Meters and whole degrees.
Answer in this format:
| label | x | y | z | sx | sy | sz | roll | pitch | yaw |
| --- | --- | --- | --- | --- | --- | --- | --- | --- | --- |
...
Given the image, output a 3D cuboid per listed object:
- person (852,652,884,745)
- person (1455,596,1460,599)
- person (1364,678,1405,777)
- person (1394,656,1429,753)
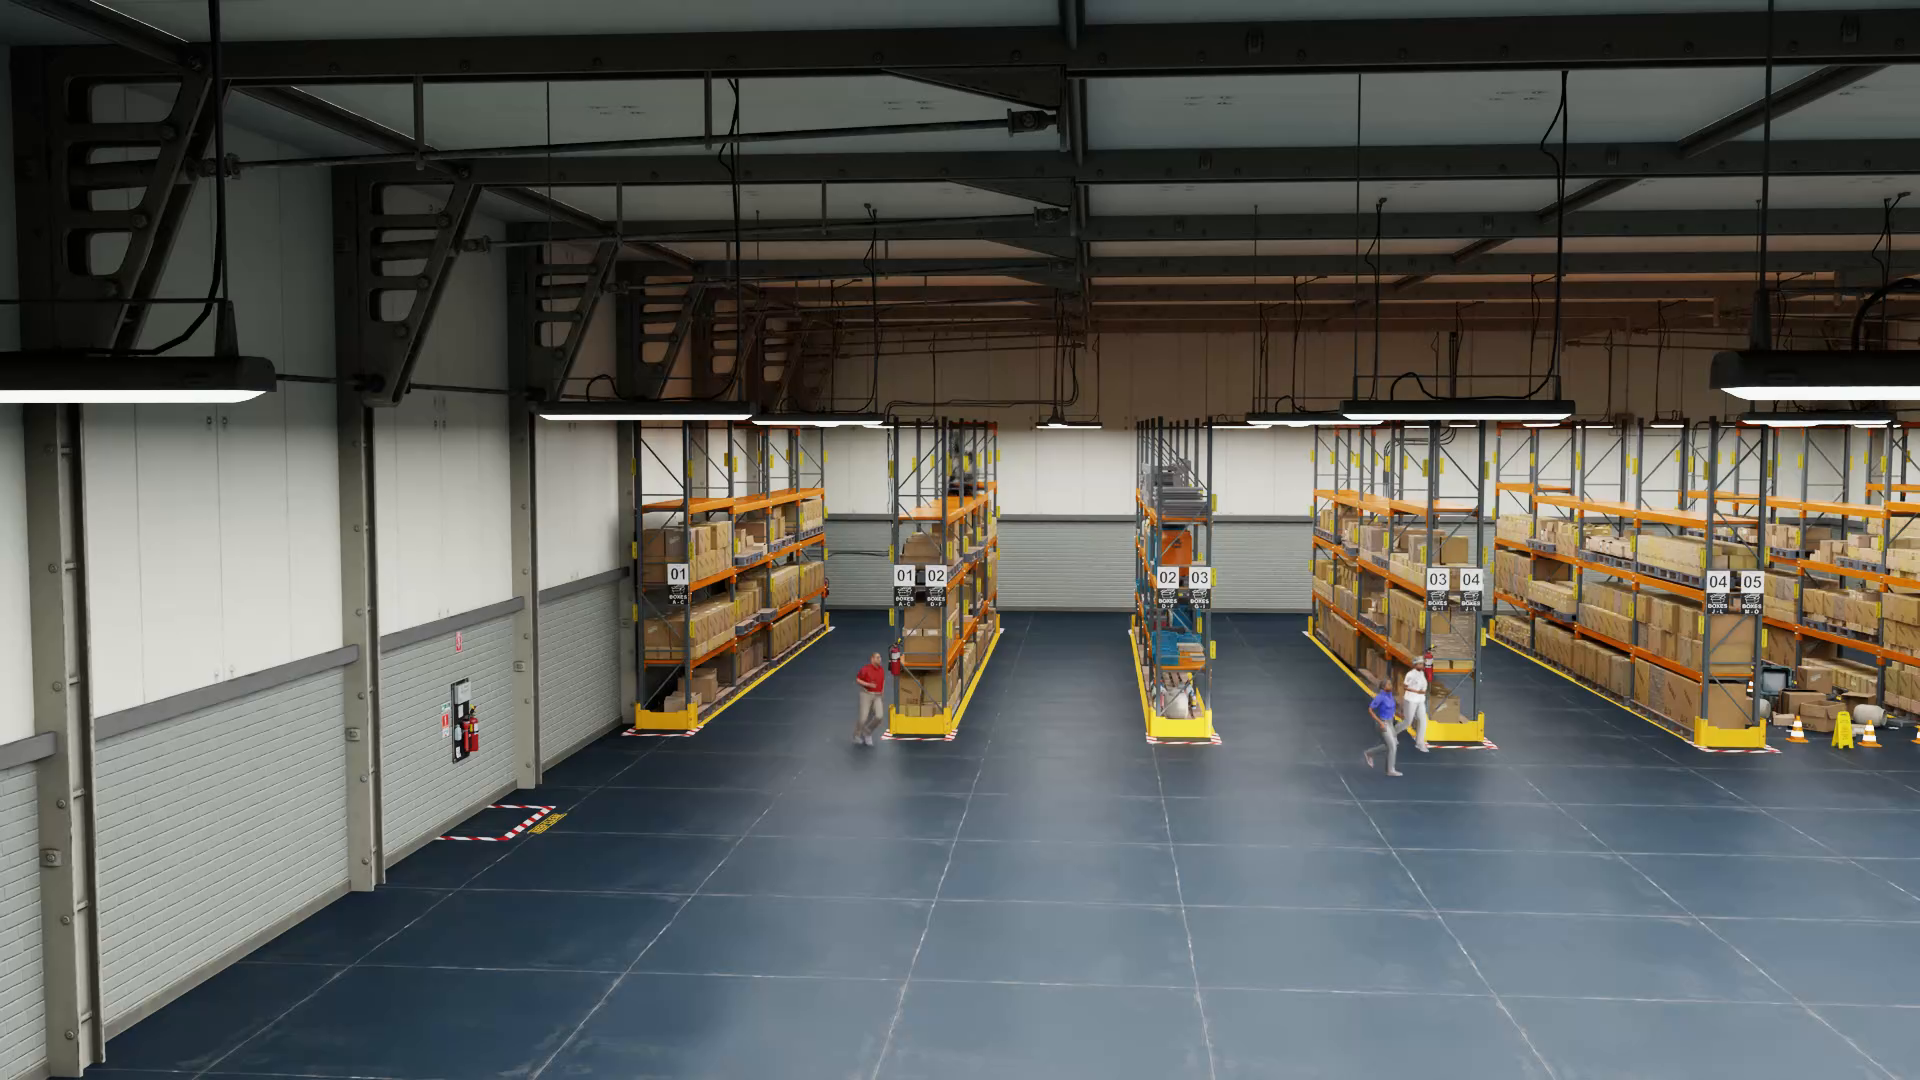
| label | x | y | z | sx | sy | sz | roll | pitch | yaw |
| --- | --- | --- | --- | --- | --- | --- | --- | --- | --- |
| person | -1.579 | 2.911 | 30.425 | 0.666 | 1.710 | 0.652 | -2 | 4 | -31 |
| person | 13.839 | 1.809 | 46.902 | 0.767 | 1.785 | 0.704 | 3 | 5 | 35 |
| person | 7.032 | 3.100 | 27.683 | 0.734 | 1.619 | 0.576 | 3 | 5 | 40 |
| person | 8.175 | 2.925 | 29.993 | 0.591 | 1.711 | 0.848 | -3 | 5 | -36 |
